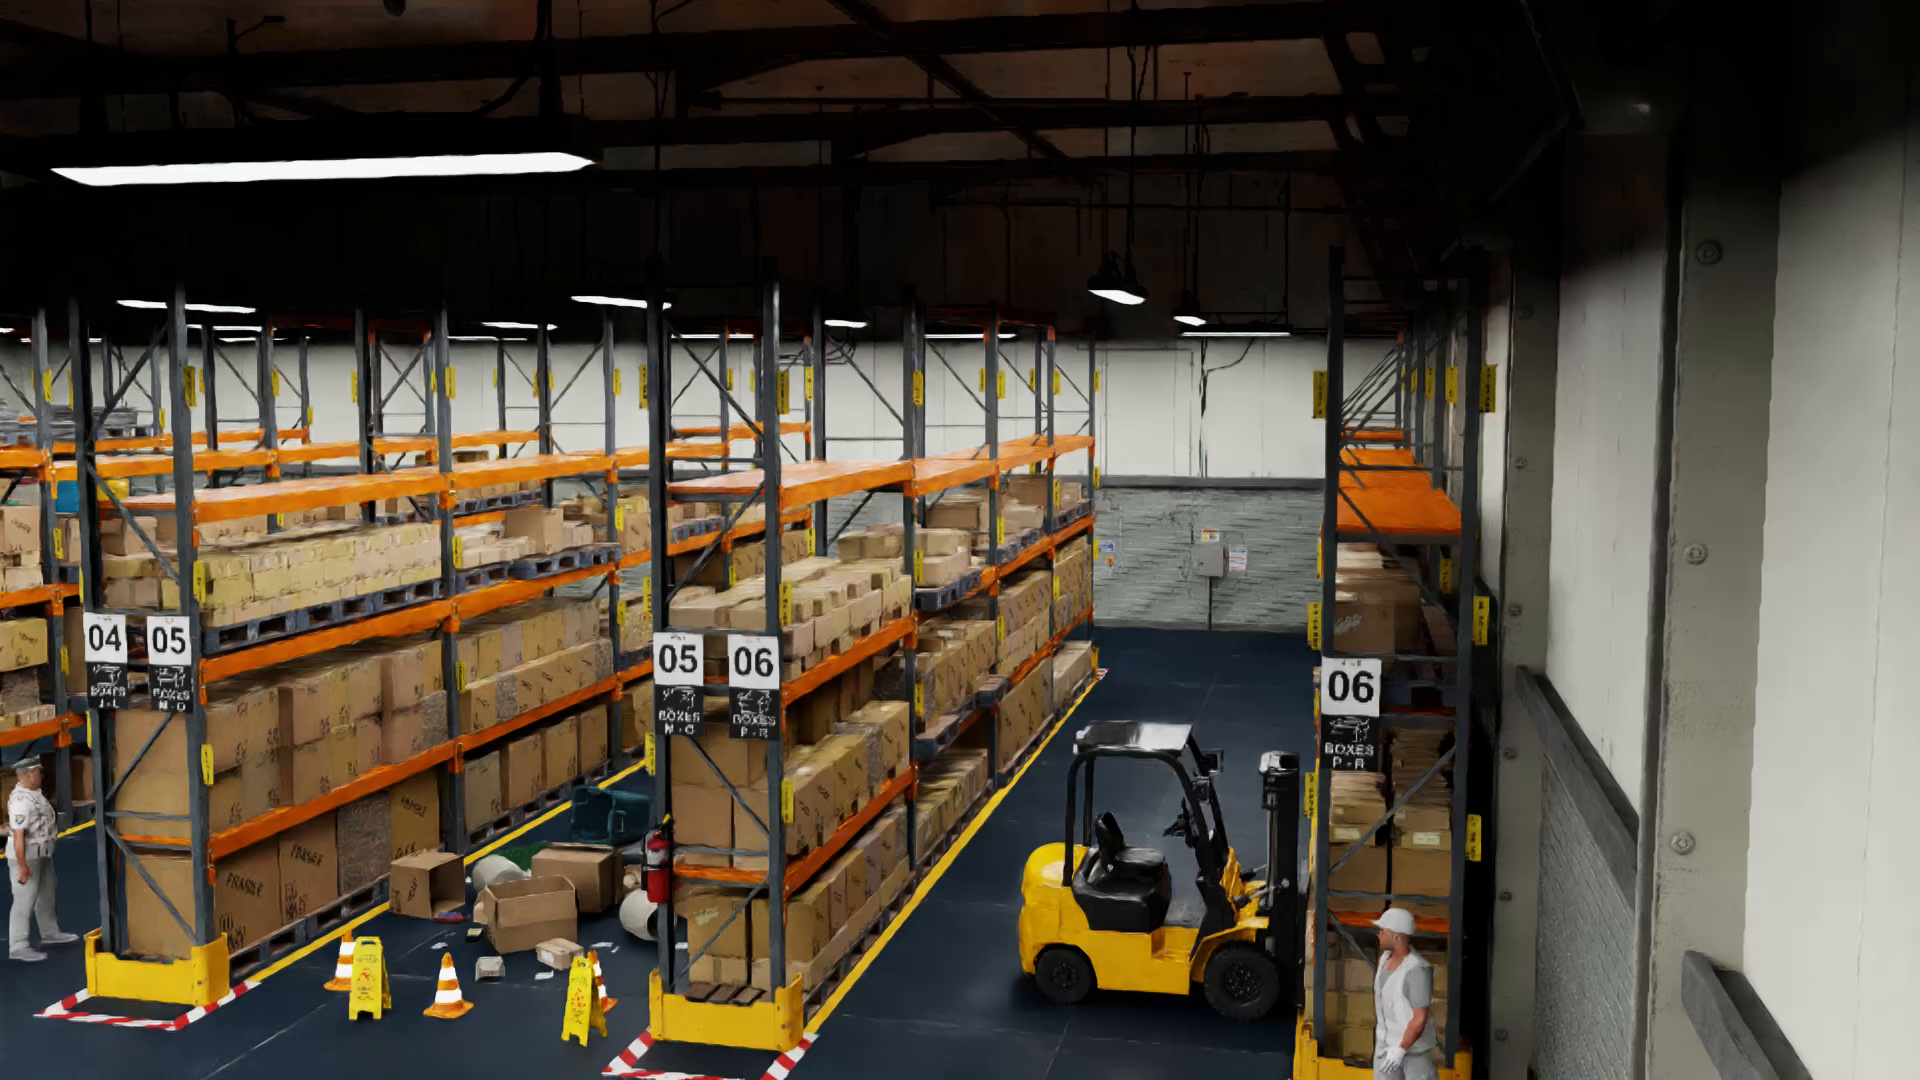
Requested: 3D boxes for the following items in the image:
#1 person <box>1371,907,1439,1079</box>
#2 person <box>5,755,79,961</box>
[{"bbox_3d":[2.833,3.216,10.592,0.660,1.787,0.555,-2,6,-21],"label":"person"},{"bbox_3d":[-8.180,2.791,14.772,0.516,1.772,0.693,-2,6,-16],"label":"person"}]
